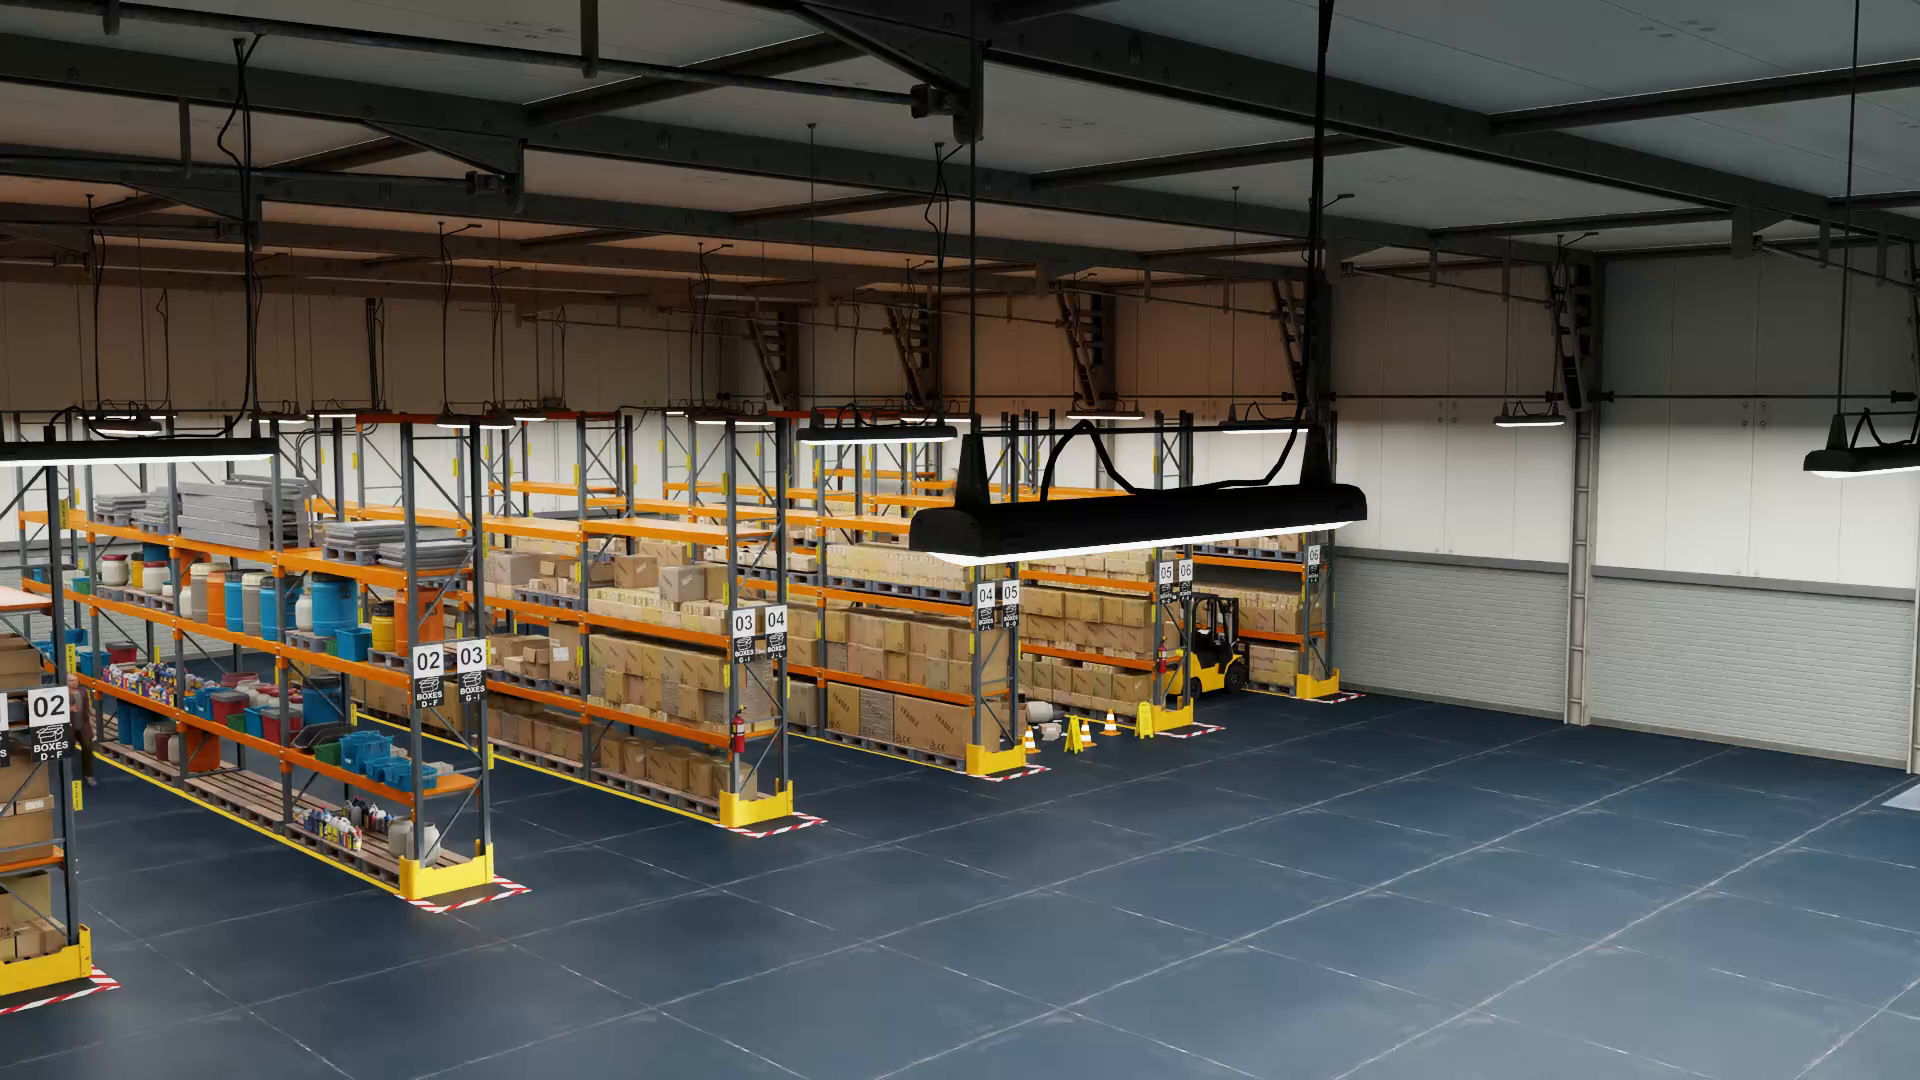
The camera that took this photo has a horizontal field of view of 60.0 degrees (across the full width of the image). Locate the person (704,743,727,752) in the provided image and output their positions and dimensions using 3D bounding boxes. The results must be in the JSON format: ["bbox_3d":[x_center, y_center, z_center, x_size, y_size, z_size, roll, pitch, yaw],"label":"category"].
[{"bbox_3d":[-4.230,2.893,29.442,0.789,1.726,0.735,3,6,31],"label":"person"}]

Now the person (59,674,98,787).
[{"bbox_3d":[-14.426,3.078,27.074,0.916,1.828,0.696,4,6,39],"label":"person"}]

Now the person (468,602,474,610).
[{"bbox_3d":[-11.213,2.184,37.779,0.667,1.720,0.993,-4,7,-40],"label":"person"}]
